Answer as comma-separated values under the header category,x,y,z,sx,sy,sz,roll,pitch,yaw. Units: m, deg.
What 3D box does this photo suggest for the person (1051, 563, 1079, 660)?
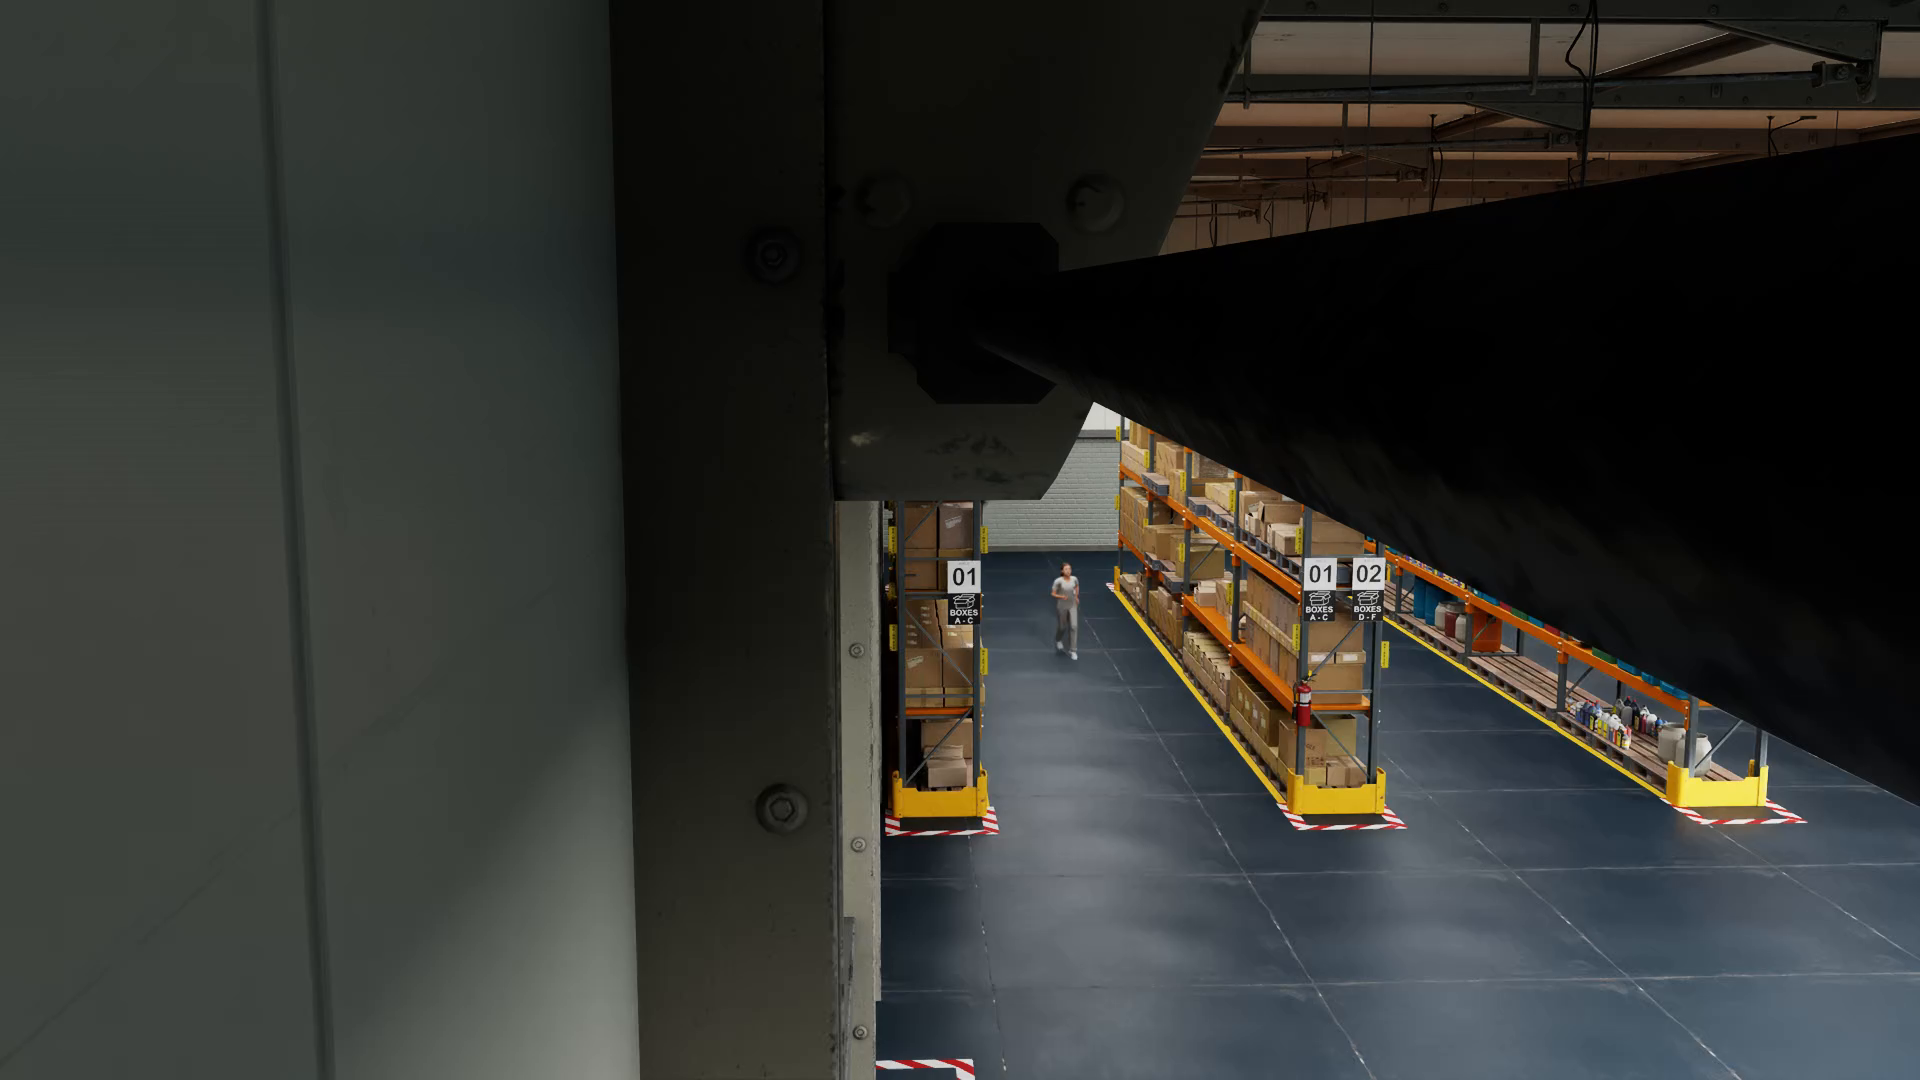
category,x,y,z,sx,sy,sz,roll,pitch,yaw
person,1.893,1.232,29.670,0.566,1.684,0.956,-2,8,-13
